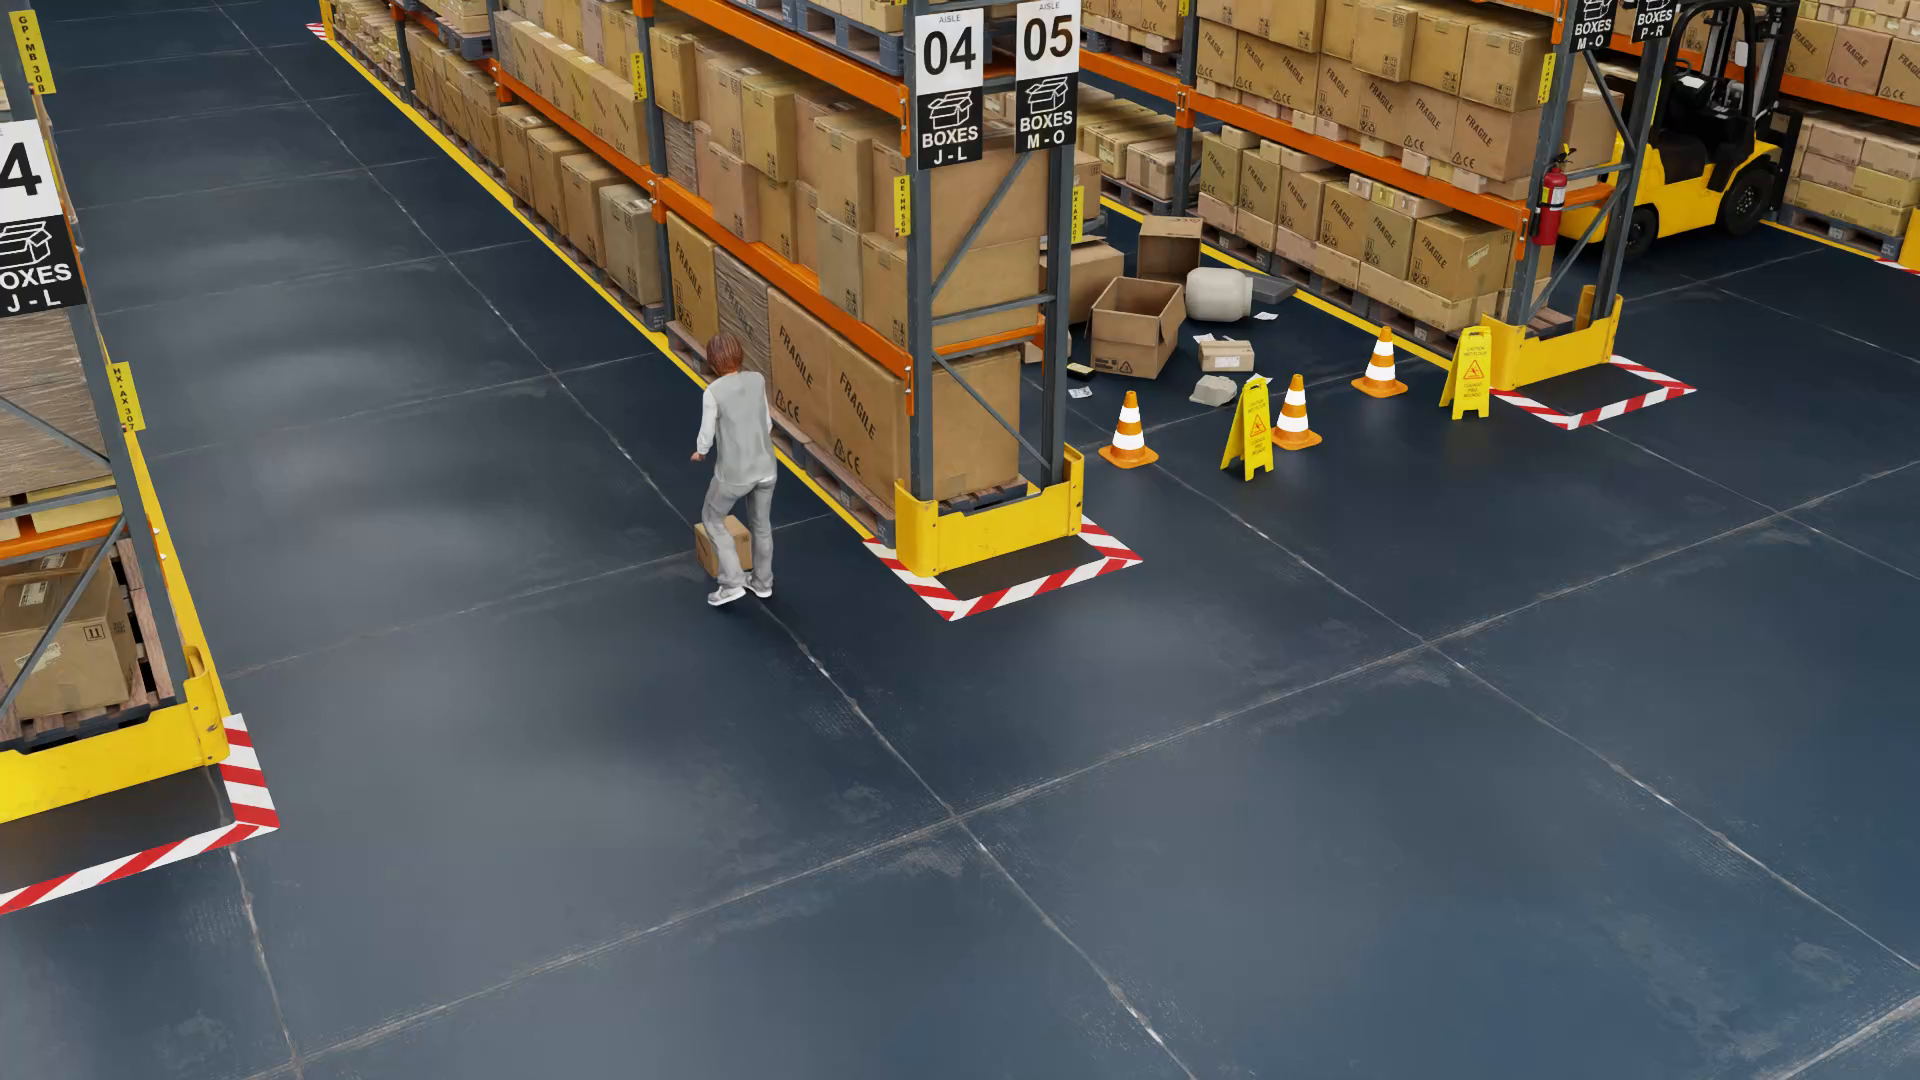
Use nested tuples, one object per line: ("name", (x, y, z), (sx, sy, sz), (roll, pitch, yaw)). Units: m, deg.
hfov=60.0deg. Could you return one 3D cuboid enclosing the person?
("person", (-1.249, -0.347, 9.248), (0.436, 1.510, 0.508), (-20, 35, -32))
